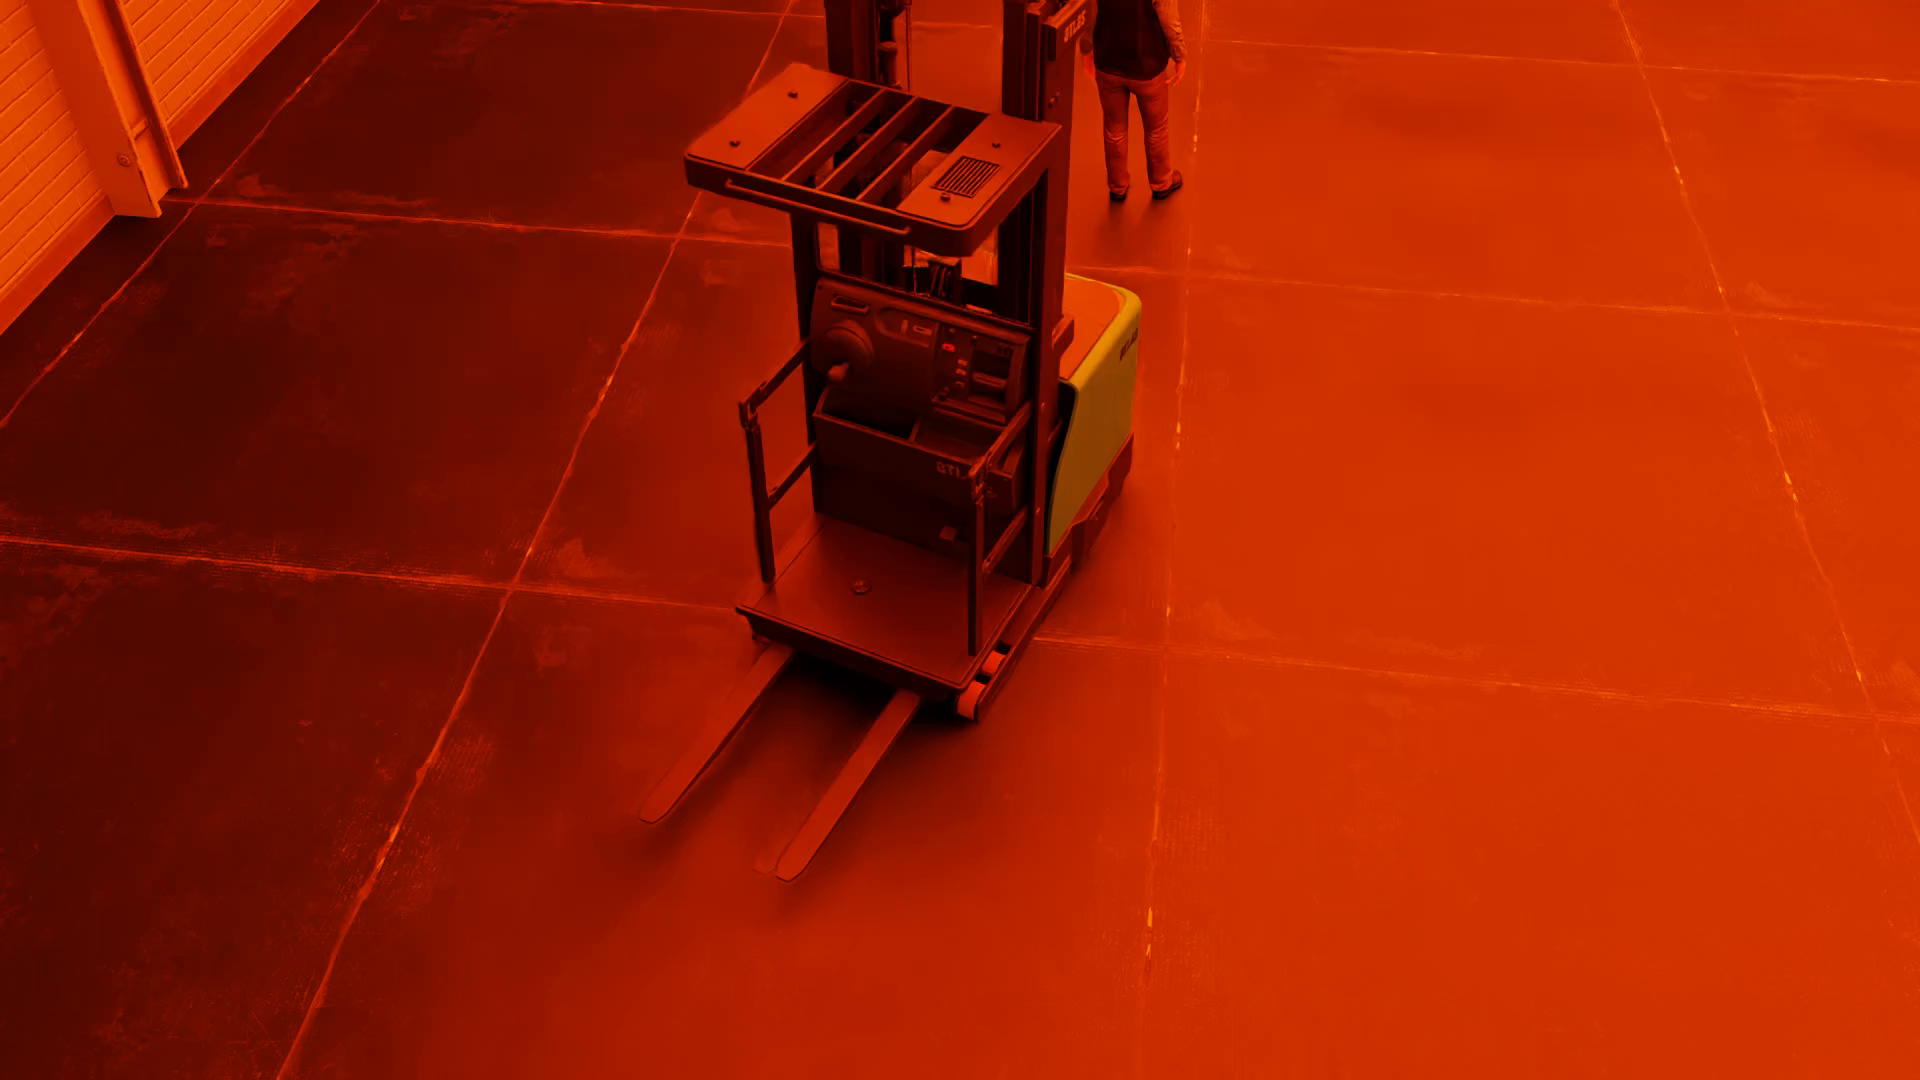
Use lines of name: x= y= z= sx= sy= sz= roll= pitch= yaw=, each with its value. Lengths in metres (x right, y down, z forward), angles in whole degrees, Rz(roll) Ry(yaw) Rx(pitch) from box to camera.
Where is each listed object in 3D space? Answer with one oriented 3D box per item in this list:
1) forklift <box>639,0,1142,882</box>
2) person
forklift: x=-0.266 y=-0.662 z=6.445 sx=1.130 sy=2.935 sz=3.031 roll=18 pitch=46 yaw=19
person: x=1.010 y=-2.770 z=9.624 sx=0.631 sy=1.720 sz=0.568 roll=13 pitch=44 yaw=14
